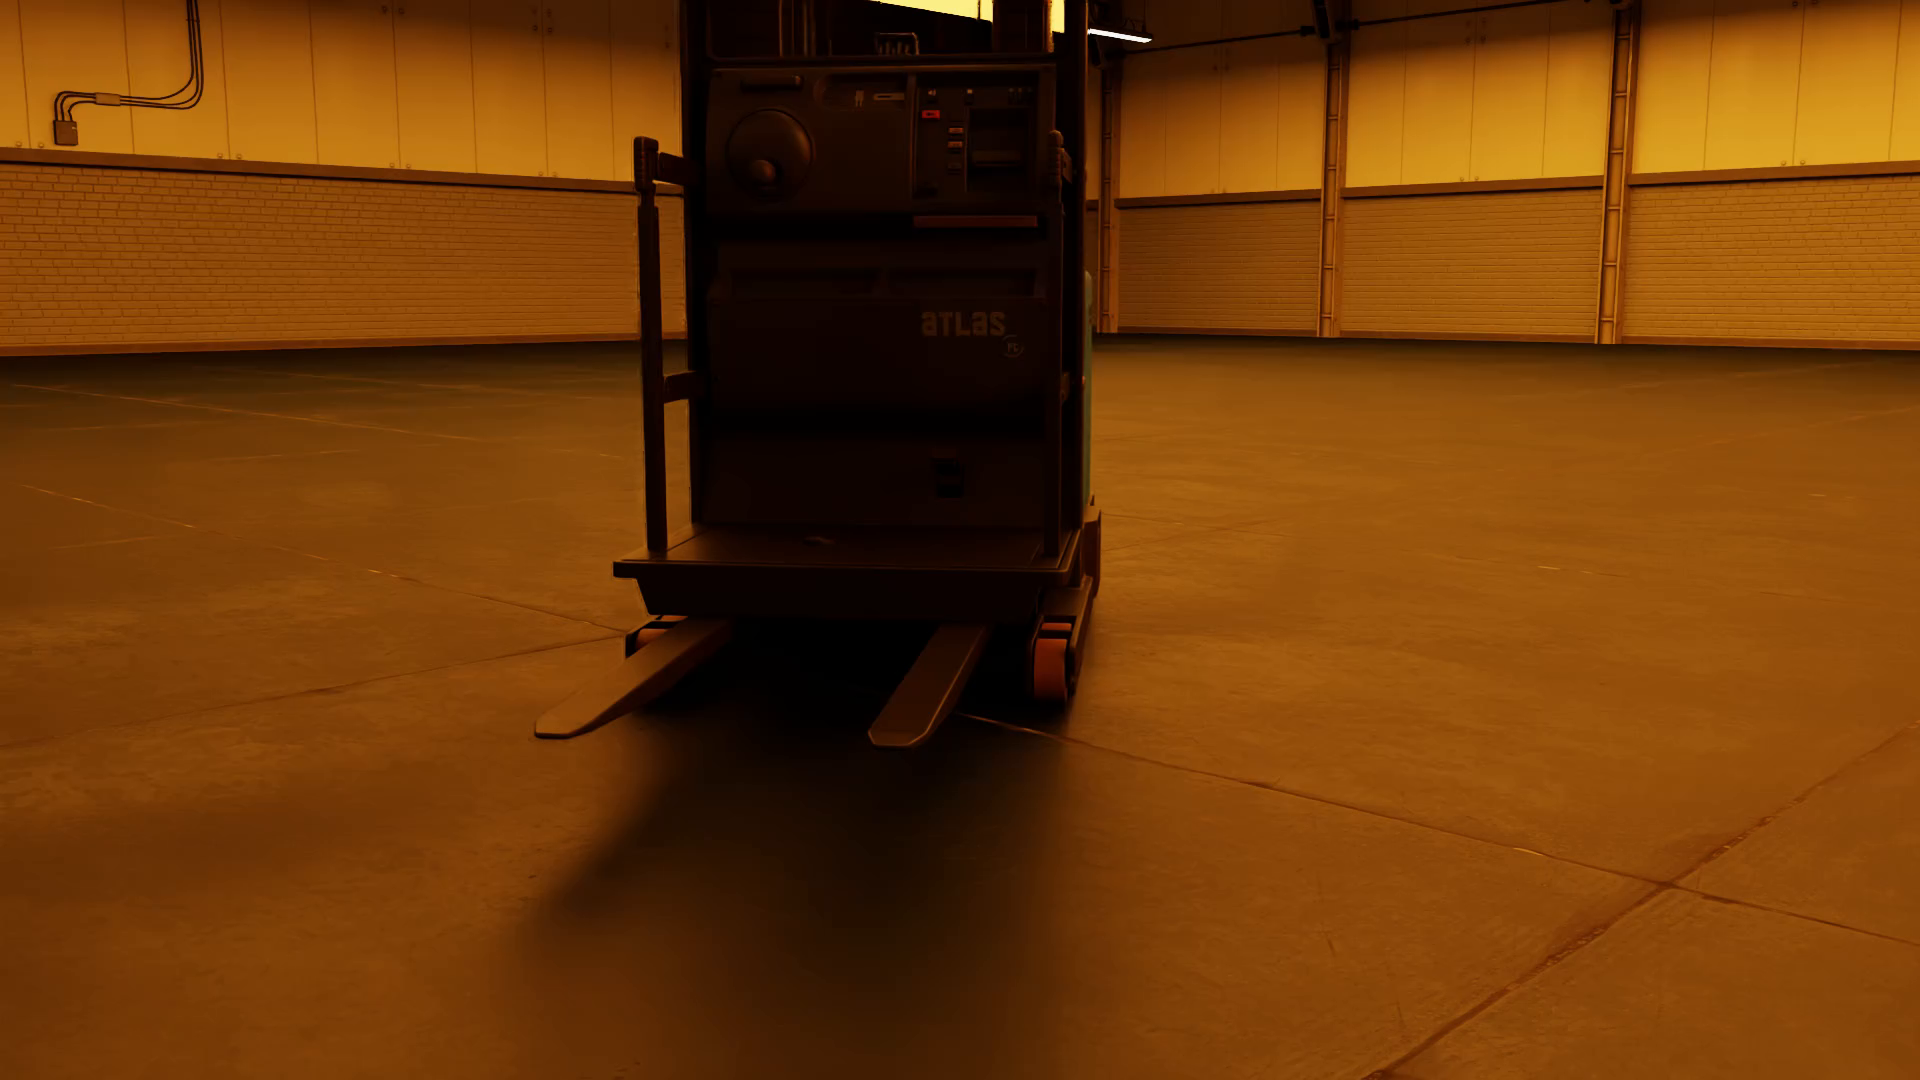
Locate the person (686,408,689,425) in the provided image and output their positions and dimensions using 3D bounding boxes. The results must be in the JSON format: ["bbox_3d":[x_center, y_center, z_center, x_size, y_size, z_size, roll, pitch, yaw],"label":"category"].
[{"bbox_3d":[-0.633,-0.713,6.383,0.823,1.567,1.017,-2,9,-15],"label":"person"}]

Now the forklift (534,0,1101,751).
[{"bbox_3d":[-0.235,-1.103,4.195,1.130,2.935,3.031,1,9,7],"label":"forklift"}]
